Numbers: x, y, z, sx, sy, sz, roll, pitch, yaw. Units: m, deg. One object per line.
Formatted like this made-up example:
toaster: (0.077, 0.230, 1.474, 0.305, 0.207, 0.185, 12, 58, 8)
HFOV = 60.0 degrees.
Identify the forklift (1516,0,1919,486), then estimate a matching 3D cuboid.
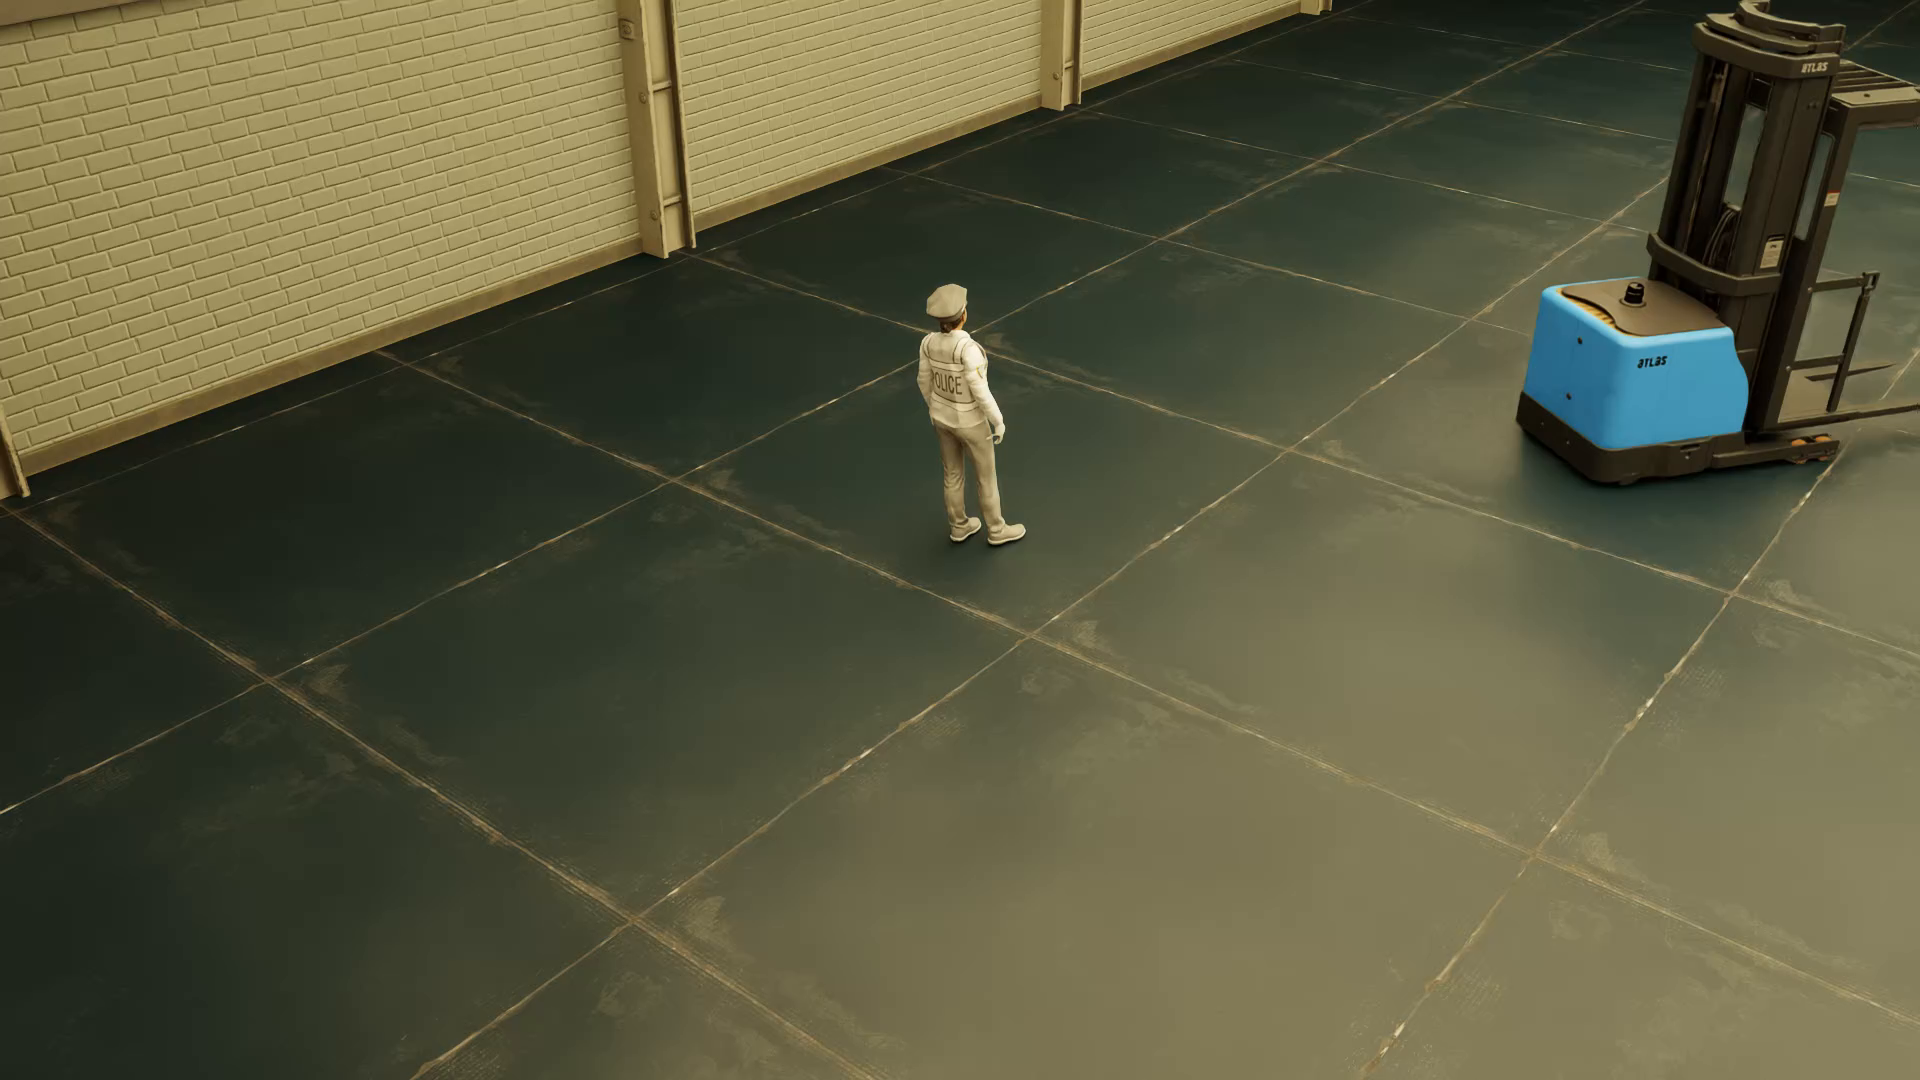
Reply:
forklift: (5.521, -2.033, 11.074, 3.031, 2.935, 1.130, -8, 31, -14)

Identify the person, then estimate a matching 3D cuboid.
person: (0.049, -0.762, 10.111, 0.586, 1.694, 0.530, 22, 37, 33)
